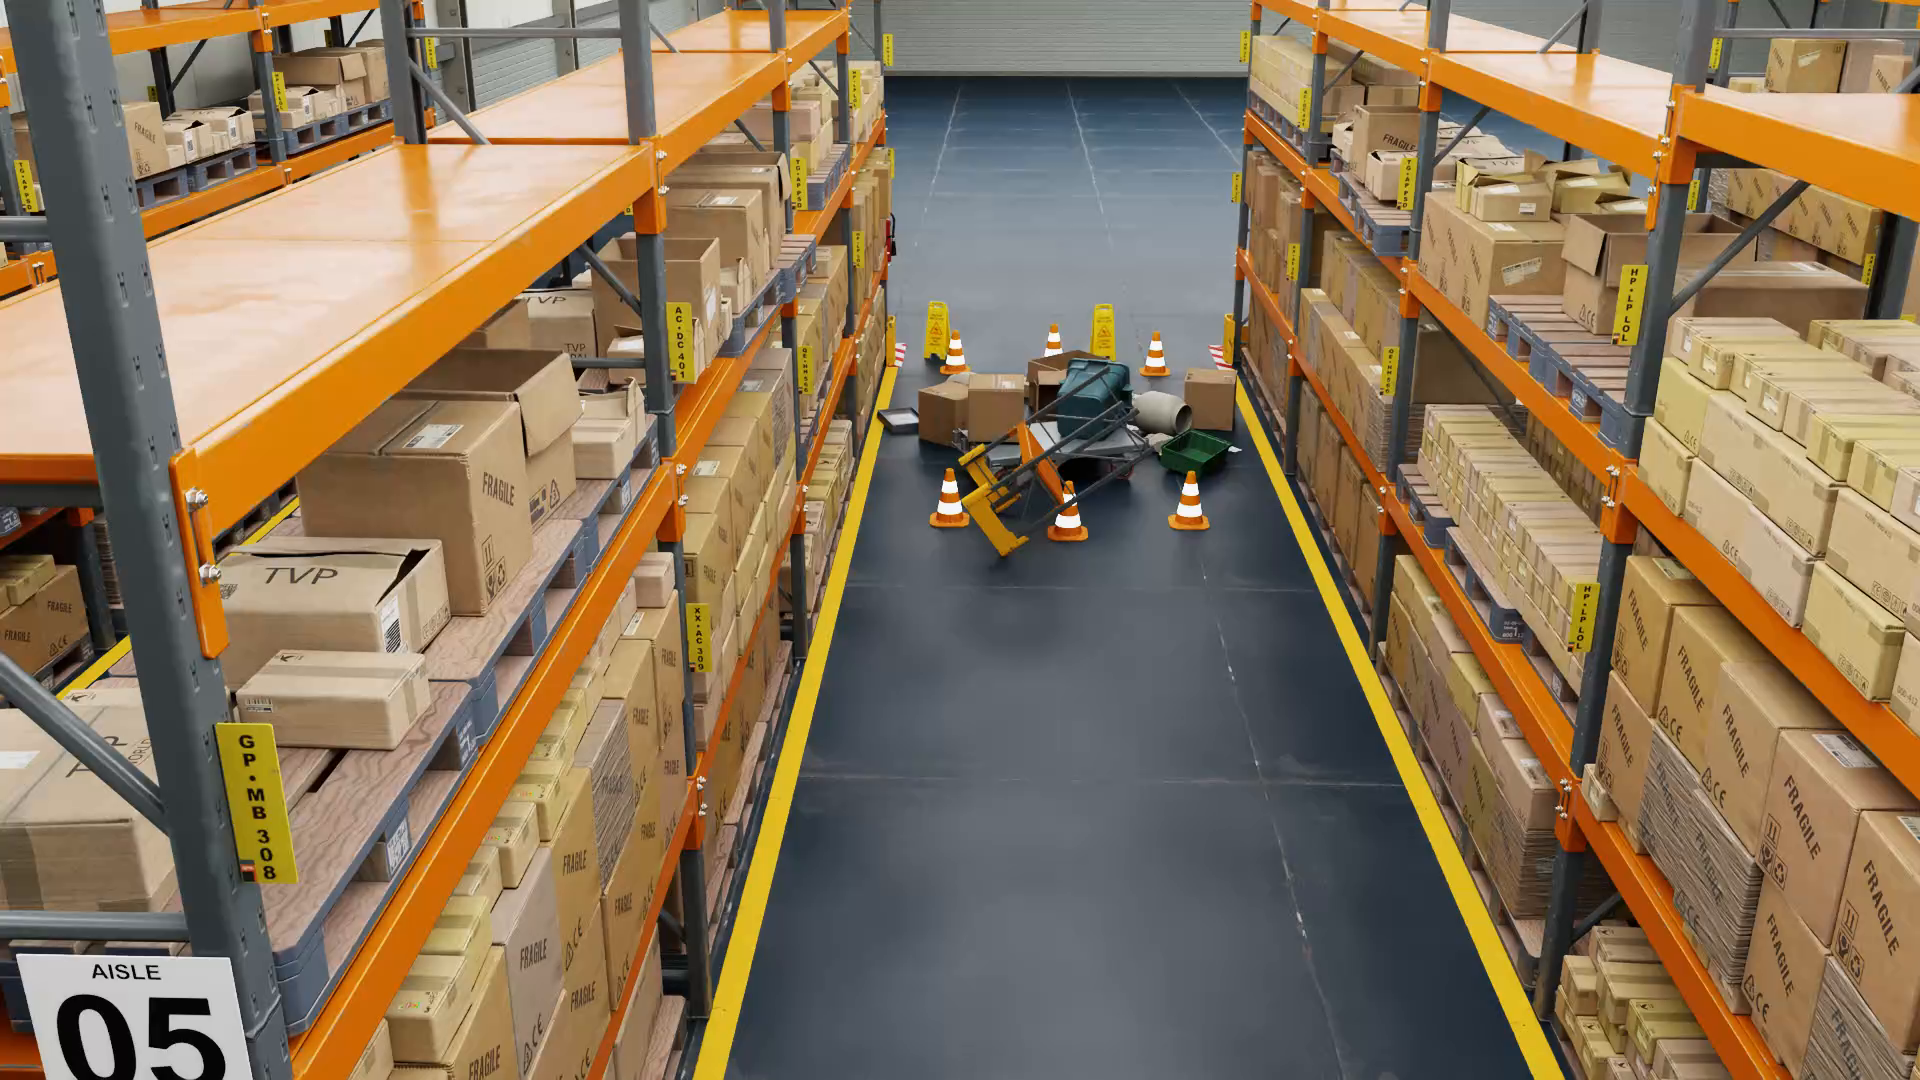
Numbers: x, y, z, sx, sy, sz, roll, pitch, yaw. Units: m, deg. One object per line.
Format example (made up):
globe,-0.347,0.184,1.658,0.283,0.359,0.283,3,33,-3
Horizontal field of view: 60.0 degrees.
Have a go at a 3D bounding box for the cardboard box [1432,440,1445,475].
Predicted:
cardboard box,3.157,-0.511,10.349,0.380,0.149,0.250,2,21,4

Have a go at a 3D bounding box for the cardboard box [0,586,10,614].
cardboard box,-6.325,0.407,10.606,0.380,0.149,0.250,0,21,0

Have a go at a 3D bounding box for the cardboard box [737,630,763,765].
cardboard box,-1.708,0.784,10.013,0.875,0.875,0.875,1,21,2

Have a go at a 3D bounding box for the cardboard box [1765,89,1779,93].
cardboard box,8.257,-4.413,16.557,0.380,0.149,0.250,1,21,1

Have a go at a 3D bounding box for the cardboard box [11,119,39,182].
cardboard box,-6.268,-2.582,11.328,0.500,0.500,0.500,1,21,2

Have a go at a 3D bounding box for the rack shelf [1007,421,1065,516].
rack shelf,0.636,-0.587,13.757,0.185,0.538,1.000,-33,19,11

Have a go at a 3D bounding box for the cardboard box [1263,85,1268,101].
cardboard box,3.261,-4.495,16.743,0.380,0.149,0.250,1,21,2

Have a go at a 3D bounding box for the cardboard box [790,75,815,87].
cardboard box,-1.621,-4.452,16.248,0.380,0.149,0.250,1,21,3

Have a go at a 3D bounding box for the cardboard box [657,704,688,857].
cardboard box,-1.453,0.988,6.992,0.500,0.500,0.500,1,21,2

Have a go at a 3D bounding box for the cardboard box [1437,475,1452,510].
cardboard box,3.147,-0.289,10.188,0.380,0.149,0.250,2,21,4

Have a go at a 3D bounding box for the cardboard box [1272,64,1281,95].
cardboard box,3.306,-4.448,16.069,0.500,0.250,0.500,1,21,1

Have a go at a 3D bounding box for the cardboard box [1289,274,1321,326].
cardboard box,3.499,-2.214,15.175,0.875,0.550,0.550,1,21,2

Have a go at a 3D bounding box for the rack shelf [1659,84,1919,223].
rack shelf,3.196,-0.855,4.585,1.077,0.370,4.000,1,21,2

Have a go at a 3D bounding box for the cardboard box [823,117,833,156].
cardboard box,-1.324,-3.340,13.764,0.500,0.250,0.500,0,21,1

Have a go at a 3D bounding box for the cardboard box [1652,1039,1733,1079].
cardboard box,3.028,2.145,6.685,0.380,0.149,0.250,0,21,0

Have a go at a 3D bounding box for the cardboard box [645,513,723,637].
cardboard box,-1.393,0.195,7.652,0.500,0.500,0.500,1,21,2

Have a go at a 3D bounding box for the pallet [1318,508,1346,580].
pallet,3.518,0.011,13.502,1.003,0.211,1.213,1,21,2

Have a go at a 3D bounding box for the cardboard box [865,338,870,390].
cardboard box,-1.158,-1.696,16.231,0.500,0.500,0.500,1,21,4

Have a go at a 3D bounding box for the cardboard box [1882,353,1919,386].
cardboard box,3.557,-0.565,5.951,0.380,0.149,0.250,1,21,2

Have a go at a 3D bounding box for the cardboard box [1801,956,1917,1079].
cardboard box,2.918,1.608,4.983,0.500,0.500,0.500,1,21,2

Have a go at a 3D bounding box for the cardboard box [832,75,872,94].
cardboard box,-1.057,-4.448,16.237,0.380,0.149,0.250,1,21,3

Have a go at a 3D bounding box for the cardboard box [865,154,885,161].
cardboard box,-1.149,-3.756,17.425,0.700,0.500,0.500,1,21,2

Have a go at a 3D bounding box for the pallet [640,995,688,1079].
pallet,-1.795,2.438,7.248,1.003,0.211,1.213,1,21,2

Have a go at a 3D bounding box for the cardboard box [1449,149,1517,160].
cardboard box,3.636,-2.576,11.656,0.500,0.250,0.500,1,21,3

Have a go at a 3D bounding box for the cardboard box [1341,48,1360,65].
cardboard box,3.904,-4.676,16.105,0.380,0.149,0.250,1,21,2

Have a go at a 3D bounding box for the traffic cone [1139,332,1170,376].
traffic cone,2.186,-2.098,18.590,0.336,0.463,0.334,1,21,2

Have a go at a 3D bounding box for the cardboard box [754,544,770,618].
cardboard box,-1.346,0.225,9.304,0.500,0.250,0.500,0,21,1

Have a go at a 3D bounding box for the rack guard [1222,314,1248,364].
rack guard,3.623,-2.300,19.060,1.175,0.500,0.348,1,21,2

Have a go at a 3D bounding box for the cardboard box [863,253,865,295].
cardboard box,-1.167,-2.552,15.703,0.500,0.500,0.500,1,21,1

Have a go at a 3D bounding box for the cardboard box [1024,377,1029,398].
cardboard box,0.650,-1.650,17.869,0.380,0.149,0.250,13,25,29

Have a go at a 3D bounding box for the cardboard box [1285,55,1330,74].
cardboard box,3.223,-4.408,15.417,0.380,0.149,0.250,1,21,2

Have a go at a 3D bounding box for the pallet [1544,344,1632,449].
pallet,3.382,-0.651,7.467,1.213,0.211,1.003,1,21,2

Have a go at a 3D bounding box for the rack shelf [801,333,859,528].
rack shelf,-1.511,-0.970,13.171,1.077,0.370,4.000,1,21,2

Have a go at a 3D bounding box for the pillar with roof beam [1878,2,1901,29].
pillar with roof beam,20.882,-16.631,44.245,9.100,9.000,0.400,1,21,2

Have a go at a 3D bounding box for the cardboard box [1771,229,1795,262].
cardboard box,8.552,-2.810,16.367,0.875,0.500,0.500,1,21,2

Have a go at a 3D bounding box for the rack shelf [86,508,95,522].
rack shelf,-6.473,-1.024,13.308,1.077,0.370,4.000,1,21,2

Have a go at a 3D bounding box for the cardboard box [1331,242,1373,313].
cardboard box,3.477,-2.158,13.717,0.700,0.500,0.500,0,21,1

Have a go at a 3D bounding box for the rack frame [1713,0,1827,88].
rack frame,8.577,-6.163,17.265,1.000,3.000,0.127,1,21,2

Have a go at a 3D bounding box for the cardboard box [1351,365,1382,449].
cardboard box,3.140,-0.957,12.005,0.500,0.500,0.500,1,21,2

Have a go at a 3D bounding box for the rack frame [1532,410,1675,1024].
rack frame,3.257,0.882,7.403,1.000,3.000,0.127,1,21,2

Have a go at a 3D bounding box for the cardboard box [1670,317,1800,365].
cardboard box,3.006,-0.763,6.461,0.380,0.149,0.250,0,21,1

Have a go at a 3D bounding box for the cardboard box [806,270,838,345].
cardboard box,-1.271,-1.874,13.377,0.500,0.500,0.500,1,21,3

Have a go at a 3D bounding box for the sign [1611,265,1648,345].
sign,2.702,-0.946,6.708,0.100,0.325,0.005,1,21,2

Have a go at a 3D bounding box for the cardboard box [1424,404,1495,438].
cardboard box,3.171,-0.754,10.563,0.380,0.149,0.250,1,21,2

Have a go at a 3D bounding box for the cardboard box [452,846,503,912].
cardboard box,-1.524,0.990,4.706,0.380,0.149,0.250,1,21,2

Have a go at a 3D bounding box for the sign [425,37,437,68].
sign,-5.748,-5.292,18.052,0.100,0.325,0.005,1,21,2

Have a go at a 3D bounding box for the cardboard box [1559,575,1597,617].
cardboard box,3.081,0.281,7.895,0.380,0.149,0.250,0,21,0

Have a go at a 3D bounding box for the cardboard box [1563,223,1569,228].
cardboard box,3.594,-1.439,9.099,0.500,0.500,0.500,1,21,2

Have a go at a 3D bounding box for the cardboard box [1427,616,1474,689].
cardboard box,3.072,0.664,9.802,0.500,0.250,0.500,1,21,2

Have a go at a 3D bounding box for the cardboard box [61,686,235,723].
cardboard box,-1.959,0.470,3.946,0.380,0.149,0.250,-1,21,-3

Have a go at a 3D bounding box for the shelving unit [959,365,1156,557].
shelving unit,0.783,-0.681,13.714,1.500,0.587,1.083,-33,19,11

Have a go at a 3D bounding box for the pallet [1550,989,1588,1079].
pallet,3.272,2.425,7.281,1.003,0.211,1.213,1,21,2

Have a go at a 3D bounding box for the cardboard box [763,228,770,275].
cardboard box,-1.264,-1.612,9.289,0.396,0.266,0.258,0,21,0

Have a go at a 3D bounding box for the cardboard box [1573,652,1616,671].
cardboard box,3.072,0.518,7.695,0.380,0.149,0.250,1,21,3

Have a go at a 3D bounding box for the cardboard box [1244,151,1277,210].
cardboard box,3.572,-3.897,18.018,0.875,0.550,0.550,1,21,2

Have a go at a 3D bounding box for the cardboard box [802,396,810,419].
cardboard box,-1.280,-0.977,11.960,0.380,0.149,0.250,-1,21,-2

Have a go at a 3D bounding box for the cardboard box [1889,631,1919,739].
cardboard box,2.921,0.468,4.529,0.500,0.250,0.500,2,21,4

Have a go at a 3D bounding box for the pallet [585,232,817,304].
pallet,-1.539,-1.660,10.067,1.213,0.211,1.003,2,21,4

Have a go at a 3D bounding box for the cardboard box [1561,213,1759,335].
cardboard box,3.435,-1.318,8.202,0.797,0.503,0.637,0,21,1

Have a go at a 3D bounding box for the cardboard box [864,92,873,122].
cardboard box,-1.116,-4.202,16.155,0.500,0.250,0.500,1,21,2
